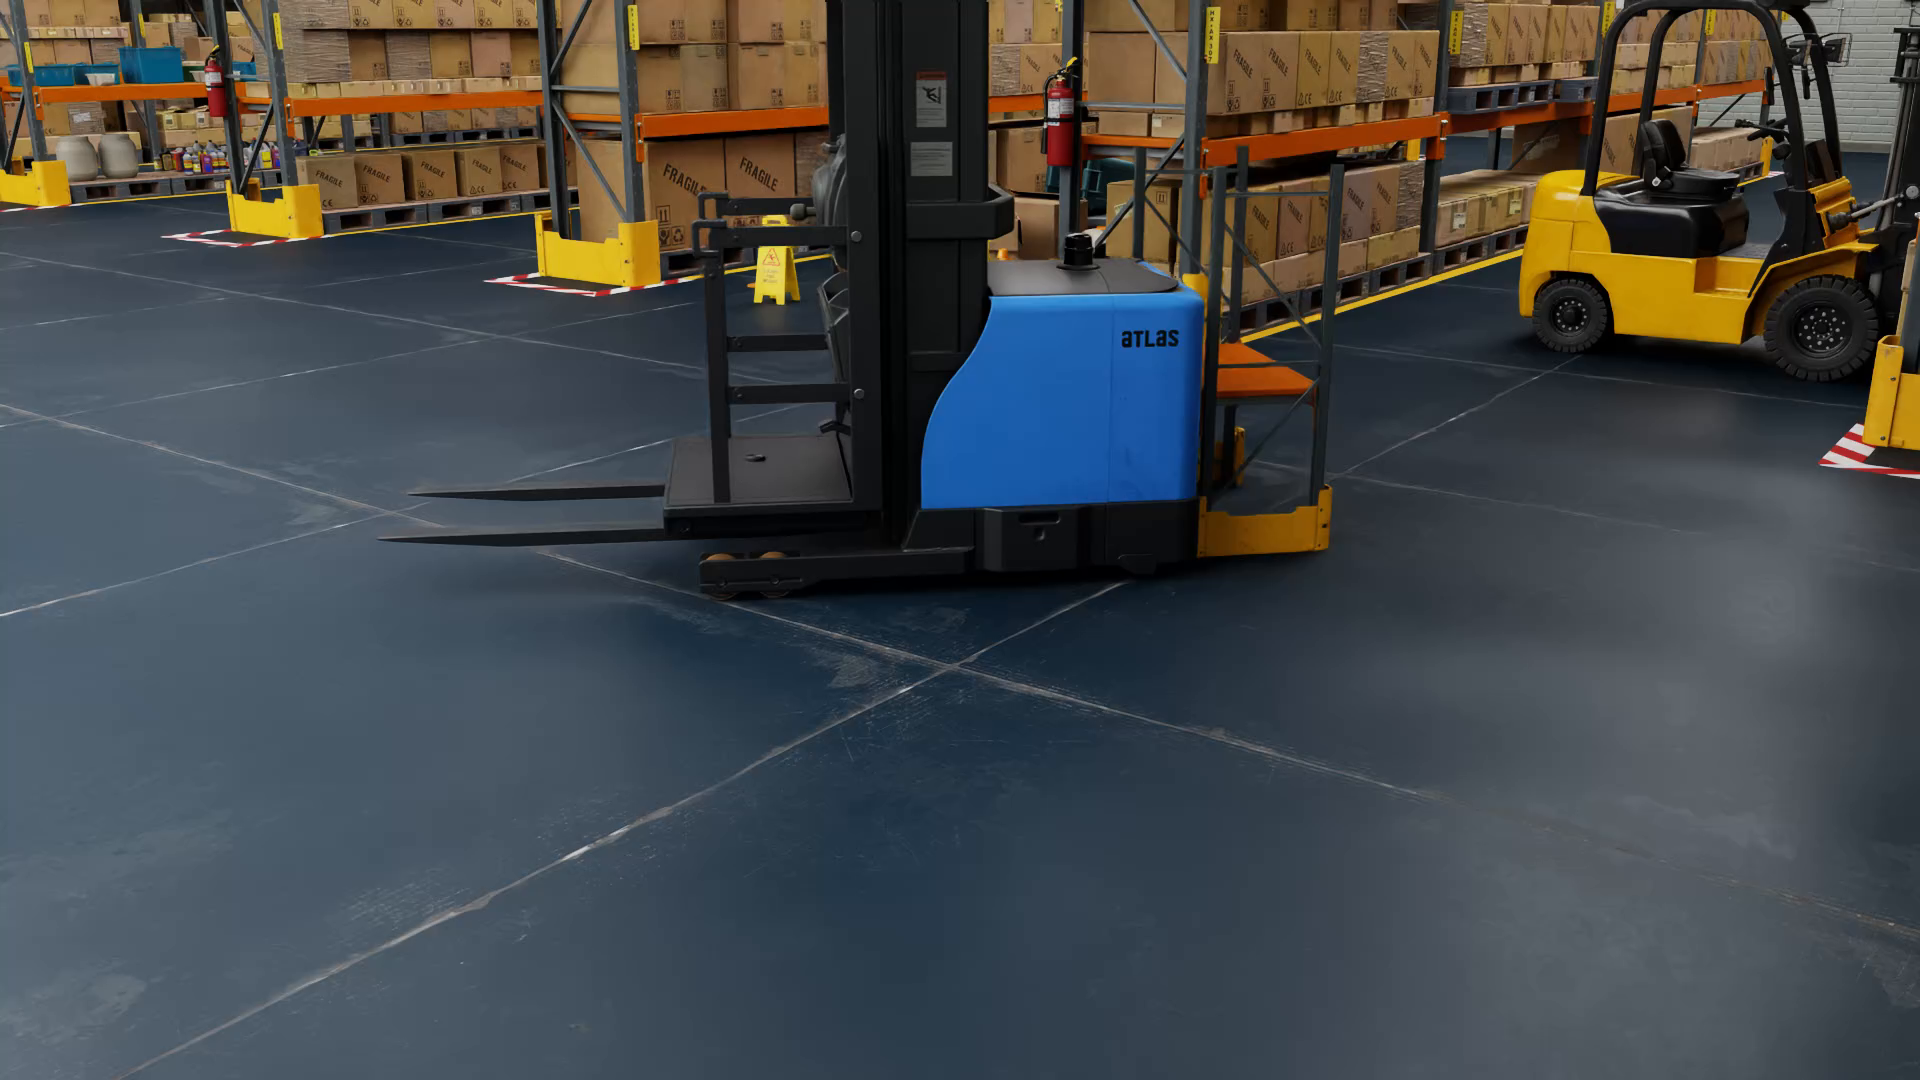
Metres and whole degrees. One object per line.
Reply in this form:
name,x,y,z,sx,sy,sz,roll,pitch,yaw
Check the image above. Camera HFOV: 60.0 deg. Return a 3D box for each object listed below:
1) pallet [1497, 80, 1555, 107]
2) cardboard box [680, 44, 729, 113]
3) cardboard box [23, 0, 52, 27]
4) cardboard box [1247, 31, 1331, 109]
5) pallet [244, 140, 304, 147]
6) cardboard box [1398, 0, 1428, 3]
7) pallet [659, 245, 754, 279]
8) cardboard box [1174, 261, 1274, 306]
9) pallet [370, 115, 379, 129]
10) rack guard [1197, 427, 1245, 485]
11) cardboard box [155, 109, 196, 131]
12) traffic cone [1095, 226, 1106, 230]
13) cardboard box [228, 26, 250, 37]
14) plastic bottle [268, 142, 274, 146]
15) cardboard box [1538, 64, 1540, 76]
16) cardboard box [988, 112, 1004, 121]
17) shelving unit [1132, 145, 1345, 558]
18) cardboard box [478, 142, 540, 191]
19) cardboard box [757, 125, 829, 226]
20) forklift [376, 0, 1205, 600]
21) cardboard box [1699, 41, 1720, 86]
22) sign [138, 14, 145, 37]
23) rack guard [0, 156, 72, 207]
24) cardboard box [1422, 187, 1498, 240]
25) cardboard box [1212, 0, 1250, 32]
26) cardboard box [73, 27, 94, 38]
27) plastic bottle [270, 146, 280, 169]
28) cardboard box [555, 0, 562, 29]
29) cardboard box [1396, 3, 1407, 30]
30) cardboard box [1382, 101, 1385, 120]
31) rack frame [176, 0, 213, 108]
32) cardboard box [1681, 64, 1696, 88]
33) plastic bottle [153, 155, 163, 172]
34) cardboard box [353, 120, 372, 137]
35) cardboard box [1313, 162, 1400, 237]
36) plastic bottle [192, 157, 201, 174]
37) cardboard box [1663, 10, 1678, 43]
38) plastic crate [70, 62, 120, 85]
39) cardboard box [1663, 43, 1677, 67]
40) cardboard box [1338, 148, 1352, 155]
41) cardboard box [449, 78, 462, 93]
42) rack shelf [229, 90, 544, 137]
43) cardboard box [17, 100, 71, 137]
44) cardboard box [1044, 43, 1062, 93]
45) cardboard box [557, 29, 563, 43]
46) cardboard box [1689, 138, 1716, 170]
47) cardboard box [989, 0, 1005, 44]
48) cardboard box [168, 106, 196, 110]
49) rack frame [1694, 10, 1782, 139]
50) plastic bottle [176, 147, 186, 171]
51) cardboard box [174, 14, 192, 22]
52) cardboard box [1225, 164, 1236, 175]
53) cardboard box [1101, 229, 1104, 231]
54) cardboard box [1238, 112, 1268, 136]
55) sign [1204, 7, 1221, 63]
pallet,4.706,-4.069,15.113,1.003,0.211,1.213,12,21,35
cardboard box,-2.454,-3.888,13.952,0.875,0.550,0.550,12,21,35
cardboard box,-13.301,-7.510,23.514,0.700,0.500,0.500,12,21,35
cardboard box,2.200,-3.233,11.428,0.500,0.500,0.500,12,21,34
pallet,-11.309,-6.332,26.778,1.003,0.211,1.213,12,21,35
cardboard box,3.964,-4.703,14.360,0.380,0.149,0.250,12,21,33
pallet,-2.536,-2.457,14.301,1.003,0.211,1.213,12,21,35
cardboard box,1.789,-1.765,11.297,0.500,0.250,0.500,12,21,34
pallet,-12.056,-8.441,33.568,1.003,0.211,1.213,12,21,35
rack guard,0.992,-0.367,7.504,0.587,0.250,0.087,-3,18,-10
cardboard box,-11.996,-6.399,25.275,0.500,0.311,0.500,13,21,35
traffic cone,1.446,-3.379,16.843,0.336,0.463,0.334,12,21,35
cardboard box,-13.545,-9.286,30.886,0.500,0.500,0.500,13,22,36
plastic bottle,-9.179,-5.142,22.096,0.152,0.276,0.135,13,22,37
cardboard box,5.071,-4.292,15.222,0.380,0.149,0.250,13,21,35
cardboard box,-0.088,-6.373,25.084,1.225,0.875,0.875,12,21,35
shelving unit,1.084,-0.819,6.852,0.587,1.500,1.083,-3,18,-10
cardboard box,-5.095,-4.219,18.778,0.500,0.500,0.500,-12,21,-33
cardboard box,-1.531,-3.371,15.414,0.875,0.875,0.875,13,21,35
forklift,-0.654,-1.348,6.141,3.031,2.935,1.130,-2,17,-7
cardboard box,8.726,-5.706,19.890,0.500,0.500,0.500,13,22,36
sign,-11.996,-7.543,24.383,0.100,0.325,0.005,12,21,35
rack guard,-10.843,-4.193,19.404,1.175,0.500,0.348,12,21,35
cardboard box,4.206,-2.930,14.843,0.950,0.372,0.625,14,22,38
cardboard box,1.523,-3.681,11.183,0.700,0.500,0.500,13,21,35
cardboard box,-12.736,-7.323,24.005,0.380,0.149,0.250,12,21,33
plastic bottle,-8.797,-4.930,21.400,0.061,0.283,0.133,14,22,38
cardboard box,-4.536,-5.950,18.488,0.500,0.500,0.500,12,21,35
cardboard box,3.561,-4.228,13.922,0.500,0.500,0.500,12,21,34
cardboard box,3.002,-3.271,12.642,0.380,0.149,0.250,12,21,34
rack frame,-14.040,-9.017,30.721,1.000,3.000,0.127,12,21,35
cardboard box,8.172,-5.369,19.229,0.500,0.250,0.500,12,21,33
plastic bottle,-10.108,-4.749,20.956,0.097,0.201,0.097,0,17,0
cardboard box,-10.177,-6.861,27.708,0.500,0.250,0.500,13,21,36
cardboard box,3.031,-2.623,12.795,0.500,0.500,0.500,13,21,36
plastic bottle,-9.458,-4.636,20.590,0.097,0.201,0.097,0,17,0
cardboard box,7.552,-5.725,18.267,0.500,0.500,0.500,13,22,36
plastic crate,-10.401,-5.615,20.019,0.499,0.251,0.408,12,21,35
cardboard box,7.573,-5.367,18.377,0.500,0.250,0.500,13,22,36
cardboard box,5.416,-5.628,23.909,0.380,0.149,0.250,12,21,33
cardboard box,-5.497,-4.814,17.612,0.380,0.149,0.250,12,21,35
rack shelf,-5.681,-4.618,17.770,1.077,0.370,4.000,12,21,35
cardboard box,-13.146,-6.049,23.829,0.500,0.500,0.500,12,21,35
cardboard box,0.866,-5.023,17.692,0.500,0.500,0.500,13,21,36
cardboard box,-4.807,-5.532,18.829,0.875,0.500,0.500,12,21,35
cardboard box,8.697,-4.700,20.432,0.875,0.438,0.875,12,21,34
cardboard box,0.030,-5.305,16.914,0.700,0.500,0.500,12,21,34
cardboard box,-12.127,-6.617,25.976,0.500,0.311,0.500,13,22,36
rack frame,10.620,-6.545,22.762,1.000,3.000,0.127,12,21,35
plastic bottle,-9.850,-4.825,21.061,0.061,0.283,0.133,12,21,35
cardboard box,-14.221,-9.497,30.263,0.380,0.149,0.250,9,20,28
cardboard box,1.830,-2.747,12.103,0.380,0.149,0.250,14,22,37
cardboard box,1.261,-2.566,14.560,0.258,0.266,0.396,-1,17,-3
cardboard box,1.817,-2.770,11.030,0.380,0.149,0.250,12,21,33
sign,1.522,-3.052,10.053,0.100,0.325,0.005,12,21,35
